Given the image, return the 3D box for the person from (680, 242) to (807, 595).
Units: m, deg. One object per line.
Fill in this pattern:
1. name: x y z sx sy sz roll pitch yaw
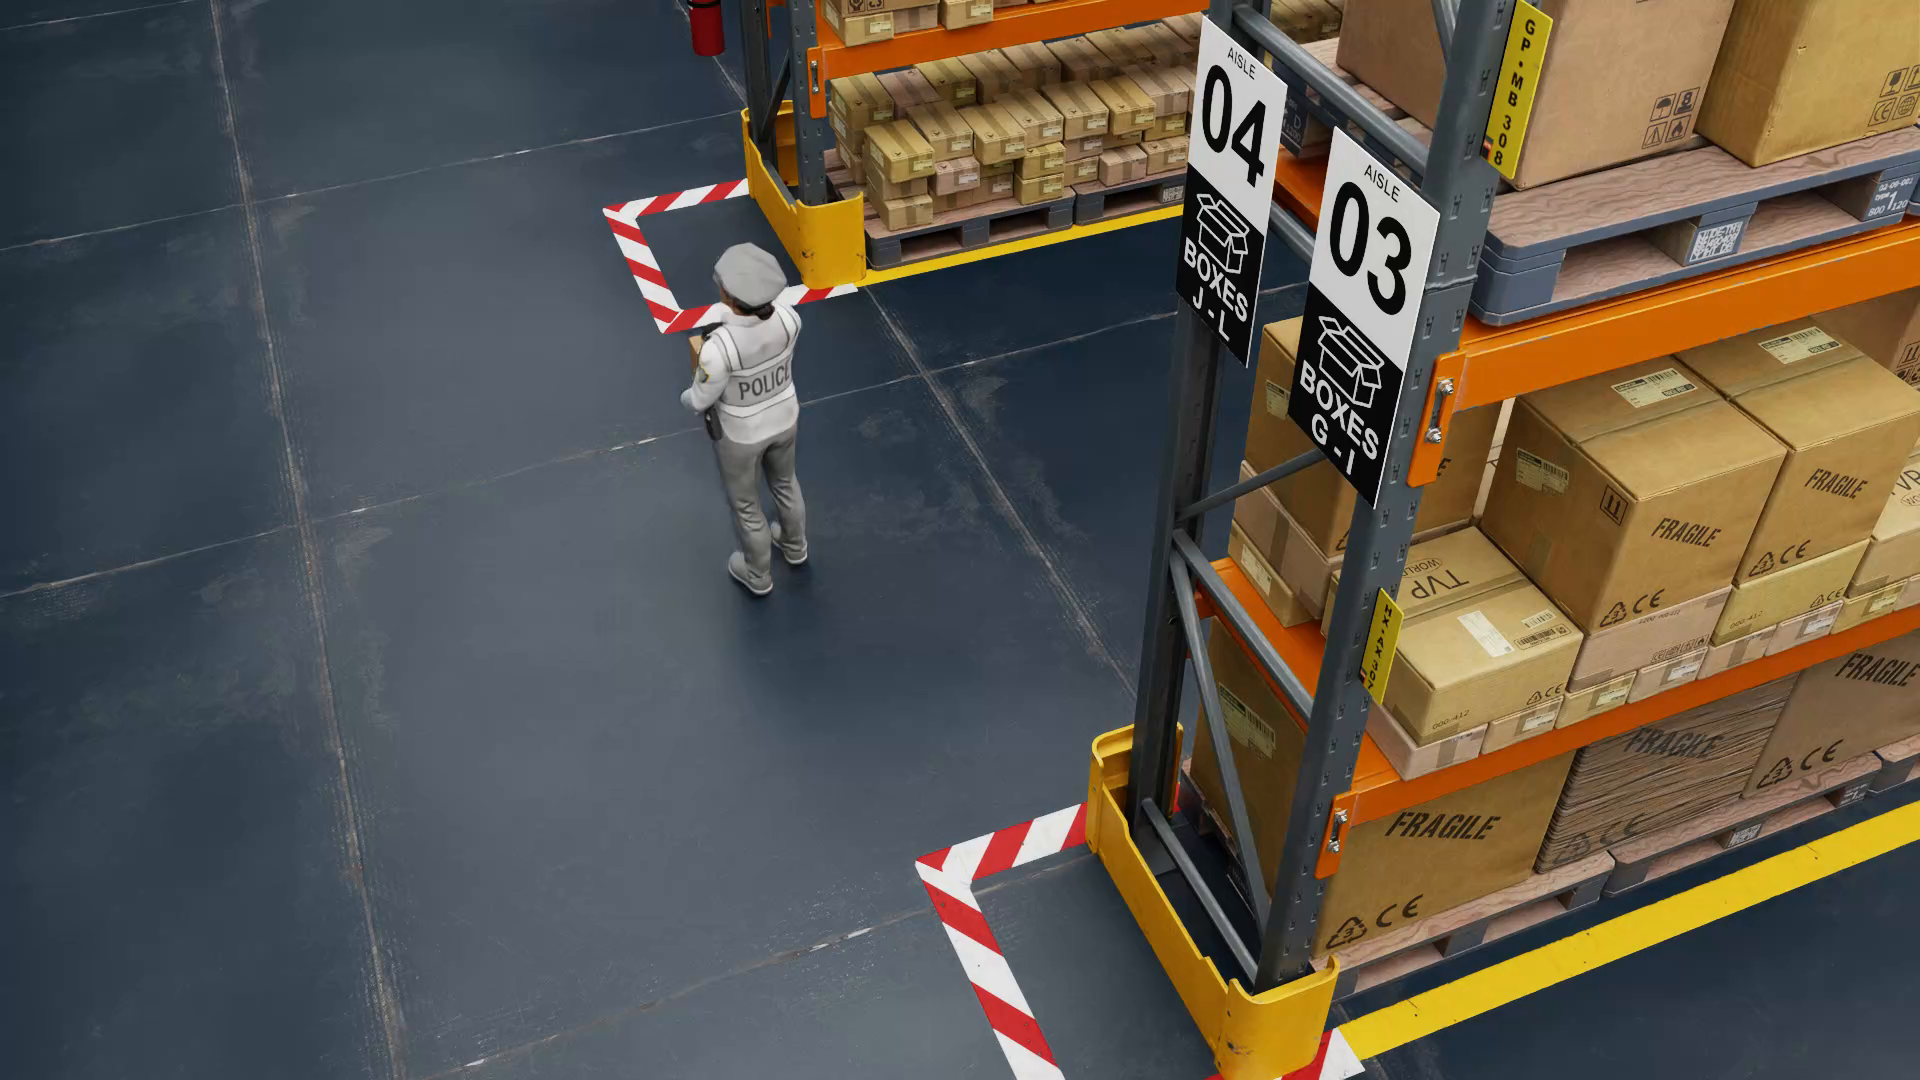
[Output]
1. person: -0.847 -0.487 6.671 0.520 1.701 0.535 -32 51 -30
